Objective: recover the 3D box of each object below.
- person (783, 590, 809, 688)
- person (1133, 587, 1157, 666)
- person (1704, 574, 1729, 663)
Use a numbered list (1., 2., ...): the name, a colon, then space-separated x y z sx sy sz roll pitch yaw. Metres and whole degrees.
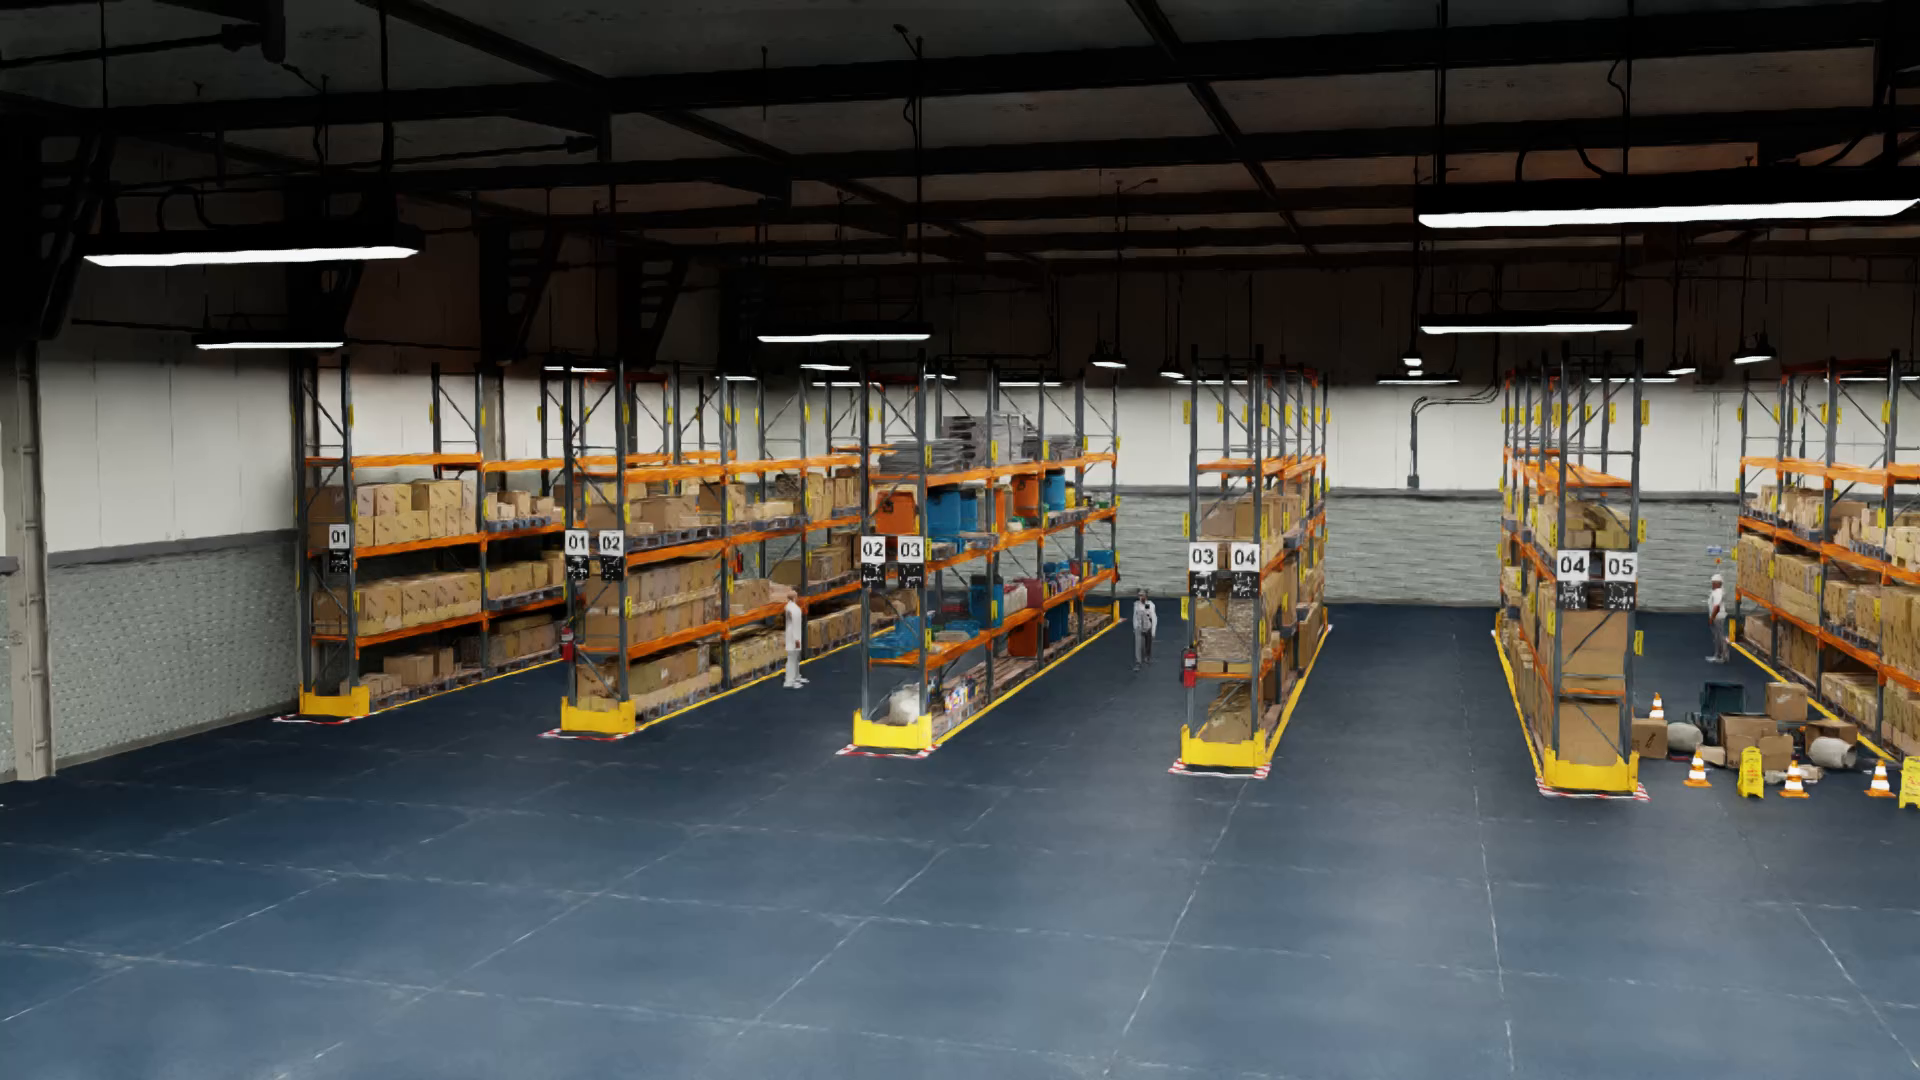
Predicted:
1. person: -3.023 1.860 30.636 0.515 1.667 0.638 -1 4 -15
2. person: 3.663 1.697 32.861 0.502 1.573 0.797 1 4 15
3. person: 15.401 1.591 33.778 0.472 1.791 0.596 2 5 27
